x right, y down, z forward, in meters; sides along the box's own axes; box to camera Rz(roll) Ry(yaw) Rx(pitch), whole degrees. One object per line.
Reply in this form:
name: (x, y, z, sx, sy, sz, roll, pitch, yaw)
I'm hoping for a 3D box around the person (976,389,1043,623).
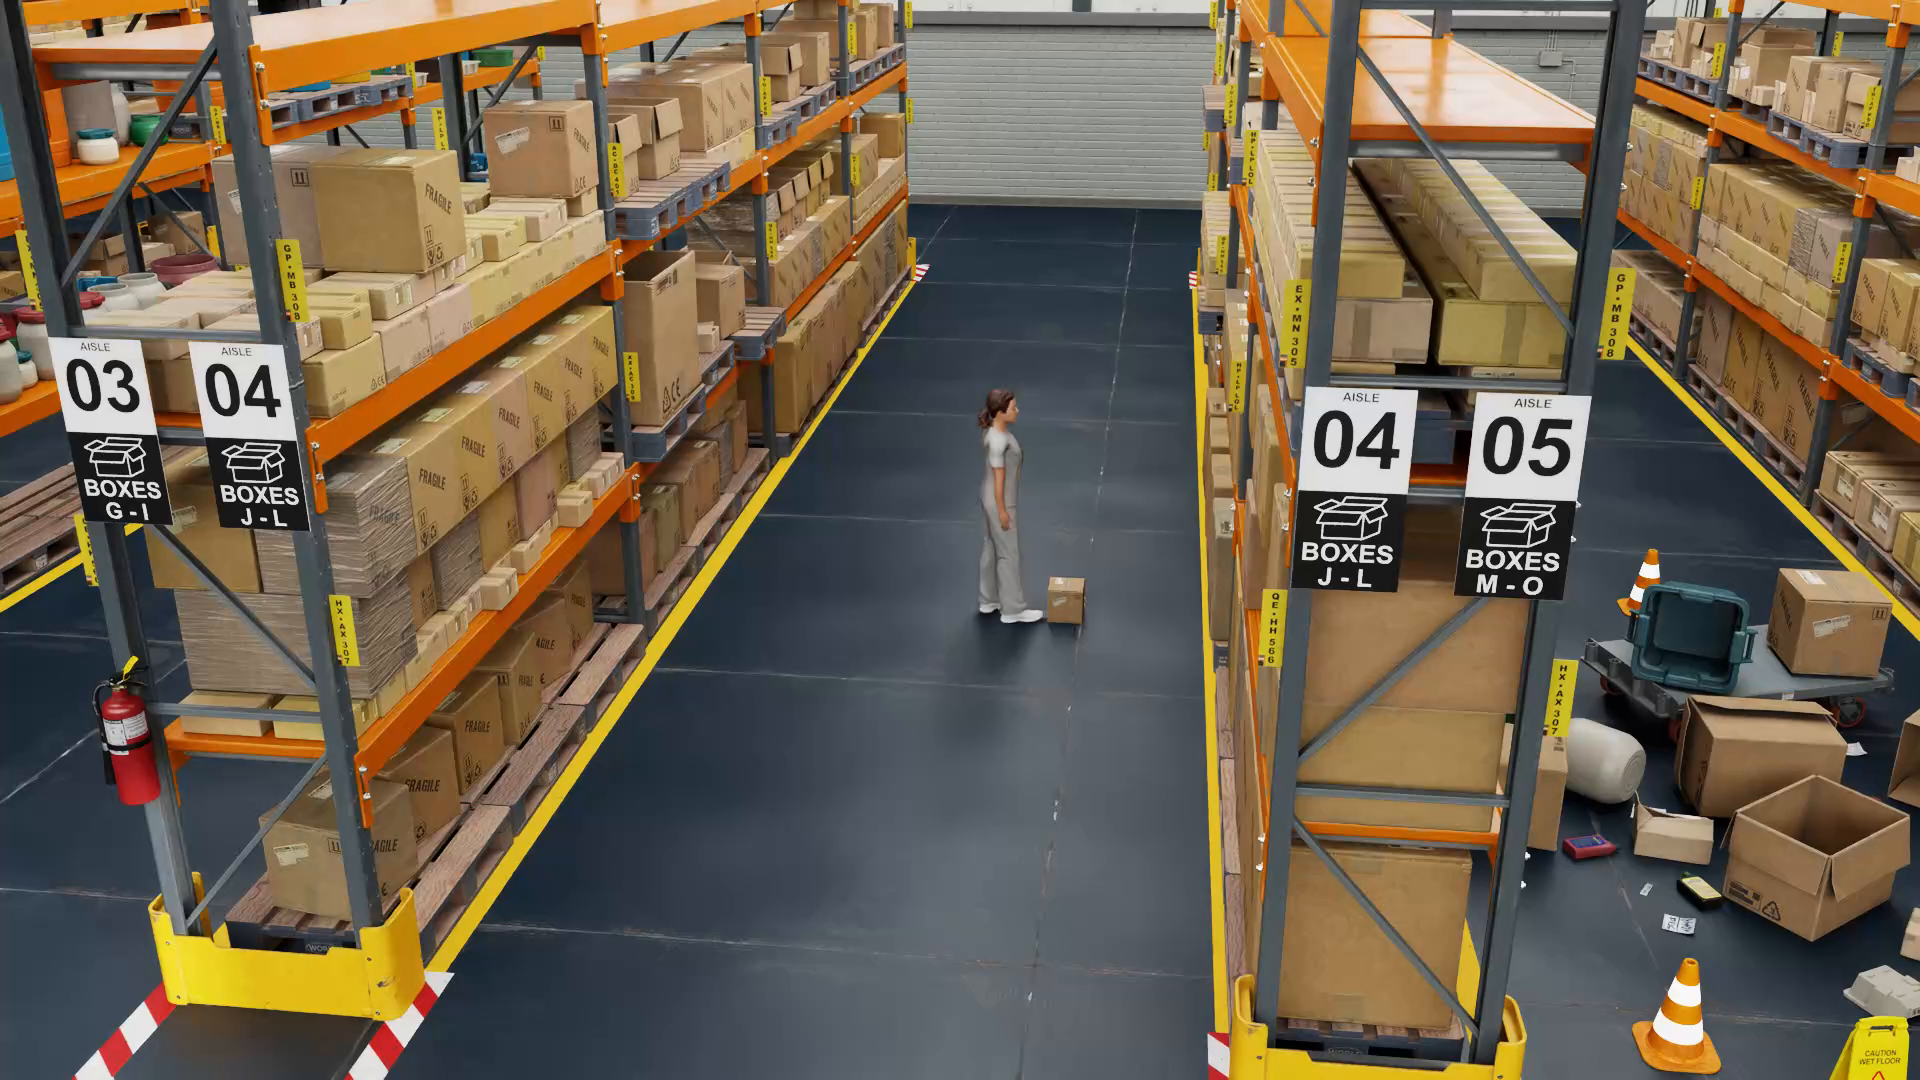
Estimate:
person: (0.344, -0.259, 11.734, 0.465, 1.672, 0.486, -2, 21, -6)
